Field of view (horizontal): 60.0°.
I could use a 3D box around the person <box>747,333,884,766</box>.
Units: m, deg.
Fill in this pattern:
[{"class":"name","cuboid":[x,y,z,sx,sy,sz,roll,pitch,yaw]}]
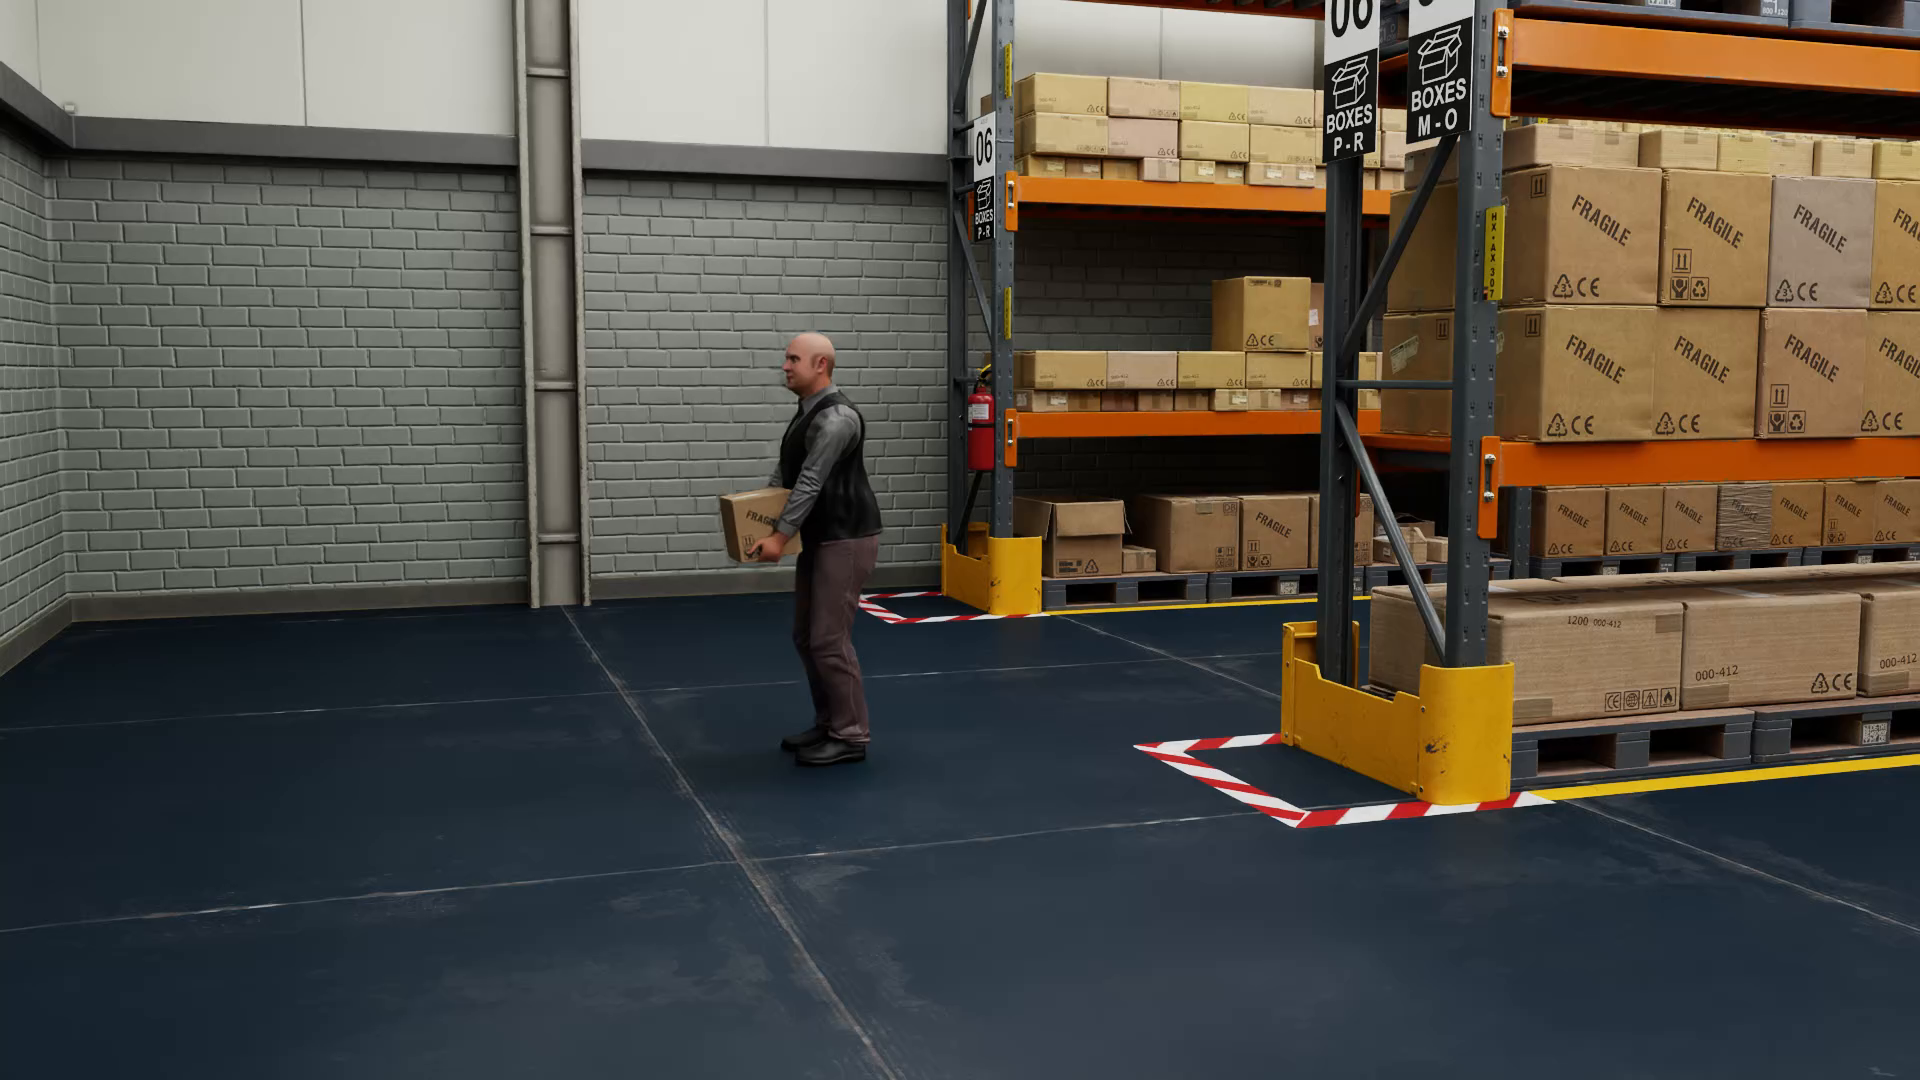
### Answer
[{"class":"person","cuboid":[-0.613,0.032,6.683,0.547,1.716,0.491,-2,6,-20]}]
